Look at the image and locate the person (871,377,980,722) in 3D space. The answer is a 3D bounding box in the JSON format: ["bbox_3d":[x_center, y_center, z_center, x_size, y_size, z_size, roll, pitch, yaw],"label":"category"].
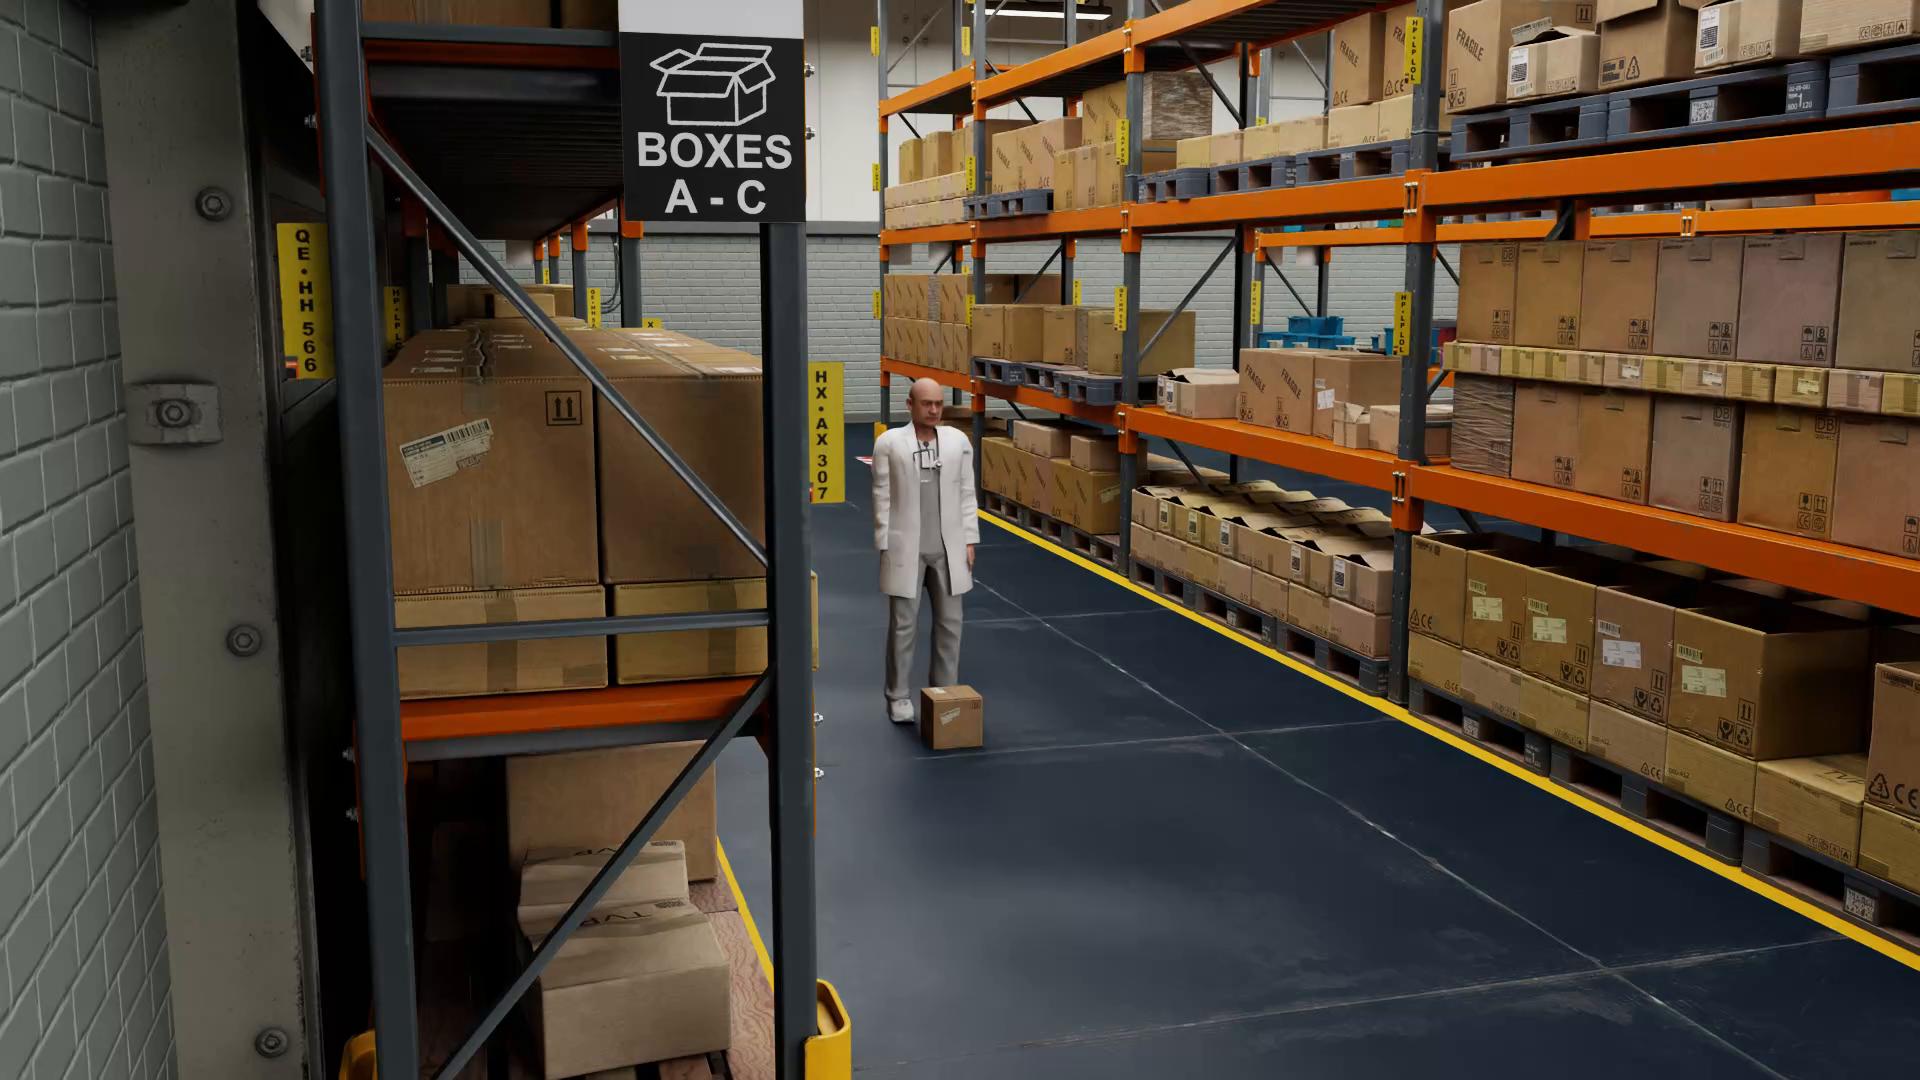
[{"bbox_3d":[-0.167,0.049,8.624,0.562,1.775,0.382,-2,9,-15],"label":"person"}]
